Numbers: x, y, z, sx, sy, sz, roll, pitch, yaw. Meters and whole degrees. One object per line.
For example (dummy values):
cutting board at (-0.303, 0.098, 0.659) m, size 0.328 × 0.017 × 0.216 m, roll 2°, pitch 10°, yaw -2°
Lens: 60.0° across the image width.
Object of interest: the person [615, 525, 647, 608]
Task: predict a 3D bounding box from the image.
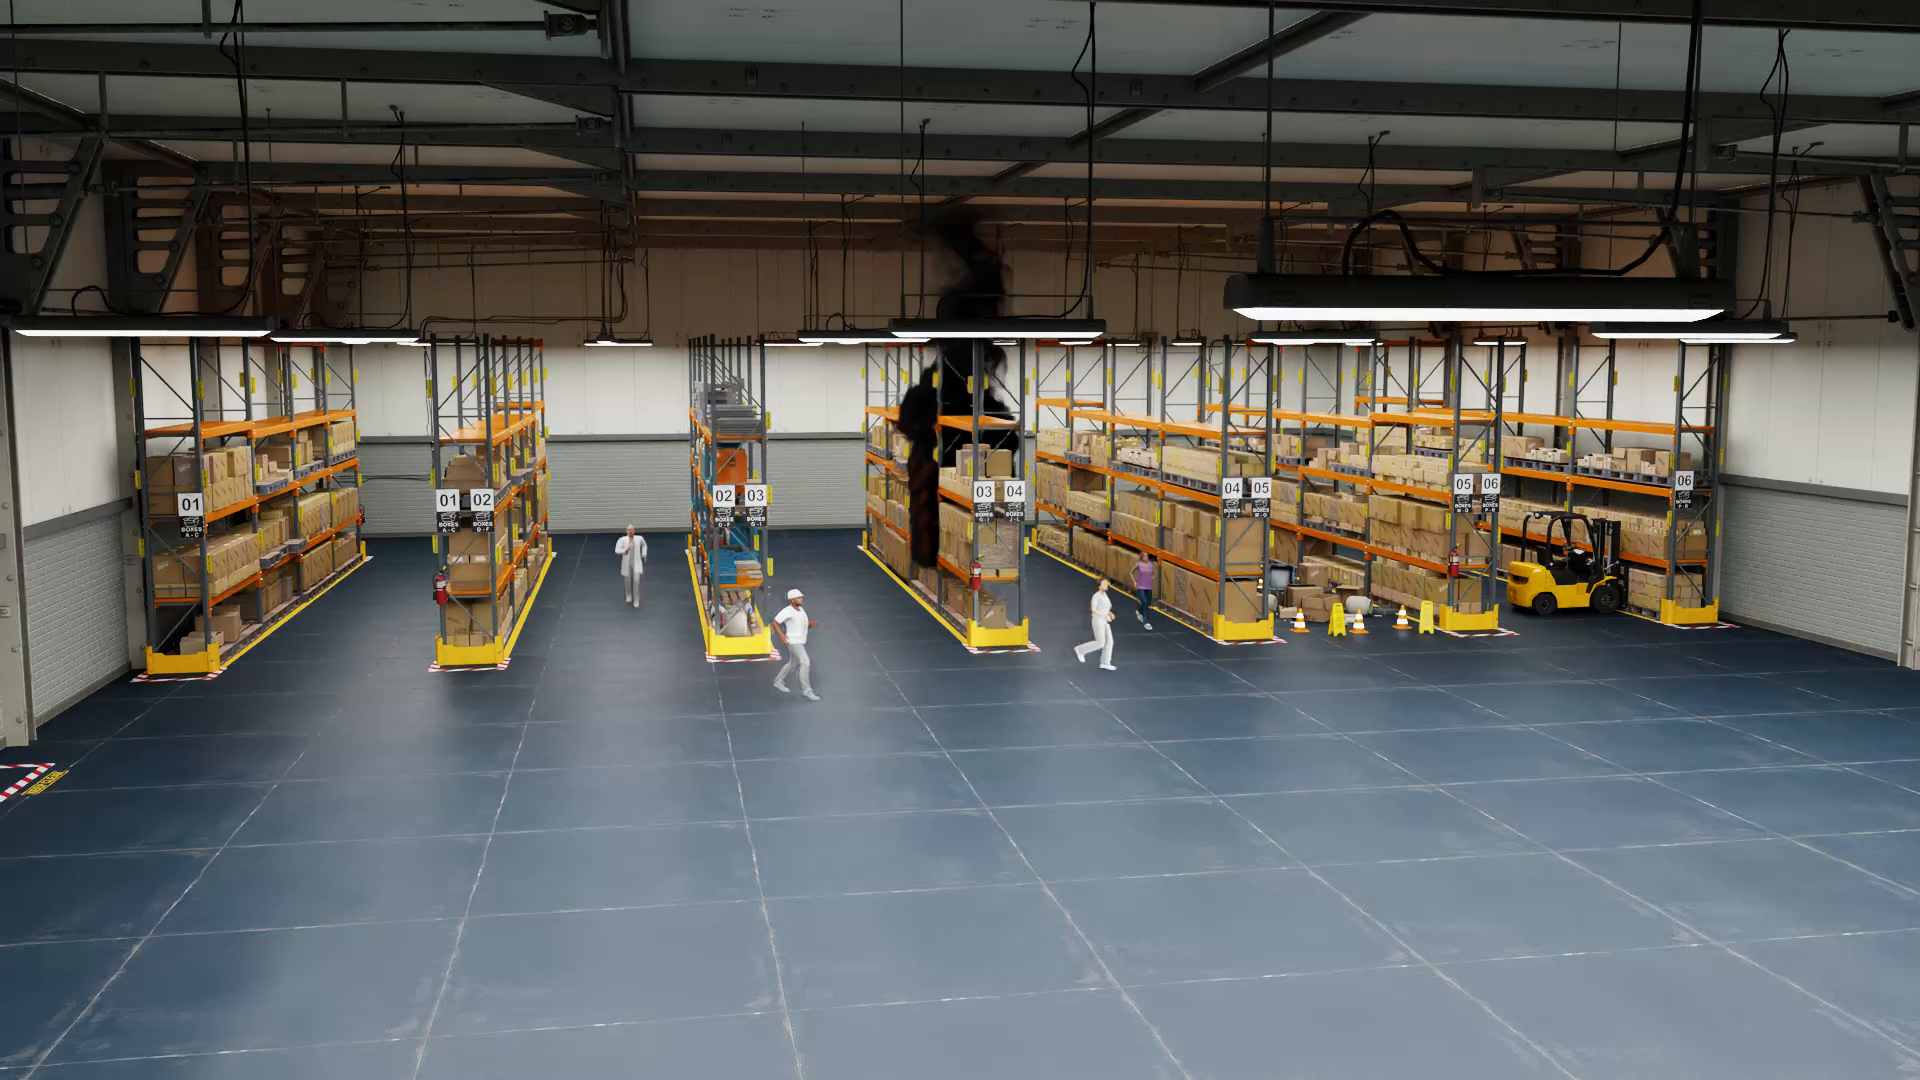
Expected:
person at (-7.342, 0.560, 37.170) m, size 0.692 × 1.798 × 1.014 m, roll -1°, pitch 7°, yaw -12°

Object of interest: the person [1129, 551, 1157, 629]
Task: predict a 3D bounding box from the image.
person at (3.762, 1.010, 34.248) m, size 0.498 × 1.569 × 0.864 m, roll -2°, pitch 7°, yaw -19°

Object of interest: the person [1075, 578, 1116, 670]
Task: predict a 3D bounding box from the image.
person at (2.476, 1.497, 29.925) m, size 0.757 × 1.656 × 0.573 m, roll 3°, pitch 7°, yaw 27°

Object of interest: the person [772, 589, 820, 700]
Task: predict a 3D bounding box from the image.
person at (-2.693, 1.702, 27.315) m, size 0.880 × 1.797 × 0.686 m, roll 2°, pitch 7°, yaw 16°
